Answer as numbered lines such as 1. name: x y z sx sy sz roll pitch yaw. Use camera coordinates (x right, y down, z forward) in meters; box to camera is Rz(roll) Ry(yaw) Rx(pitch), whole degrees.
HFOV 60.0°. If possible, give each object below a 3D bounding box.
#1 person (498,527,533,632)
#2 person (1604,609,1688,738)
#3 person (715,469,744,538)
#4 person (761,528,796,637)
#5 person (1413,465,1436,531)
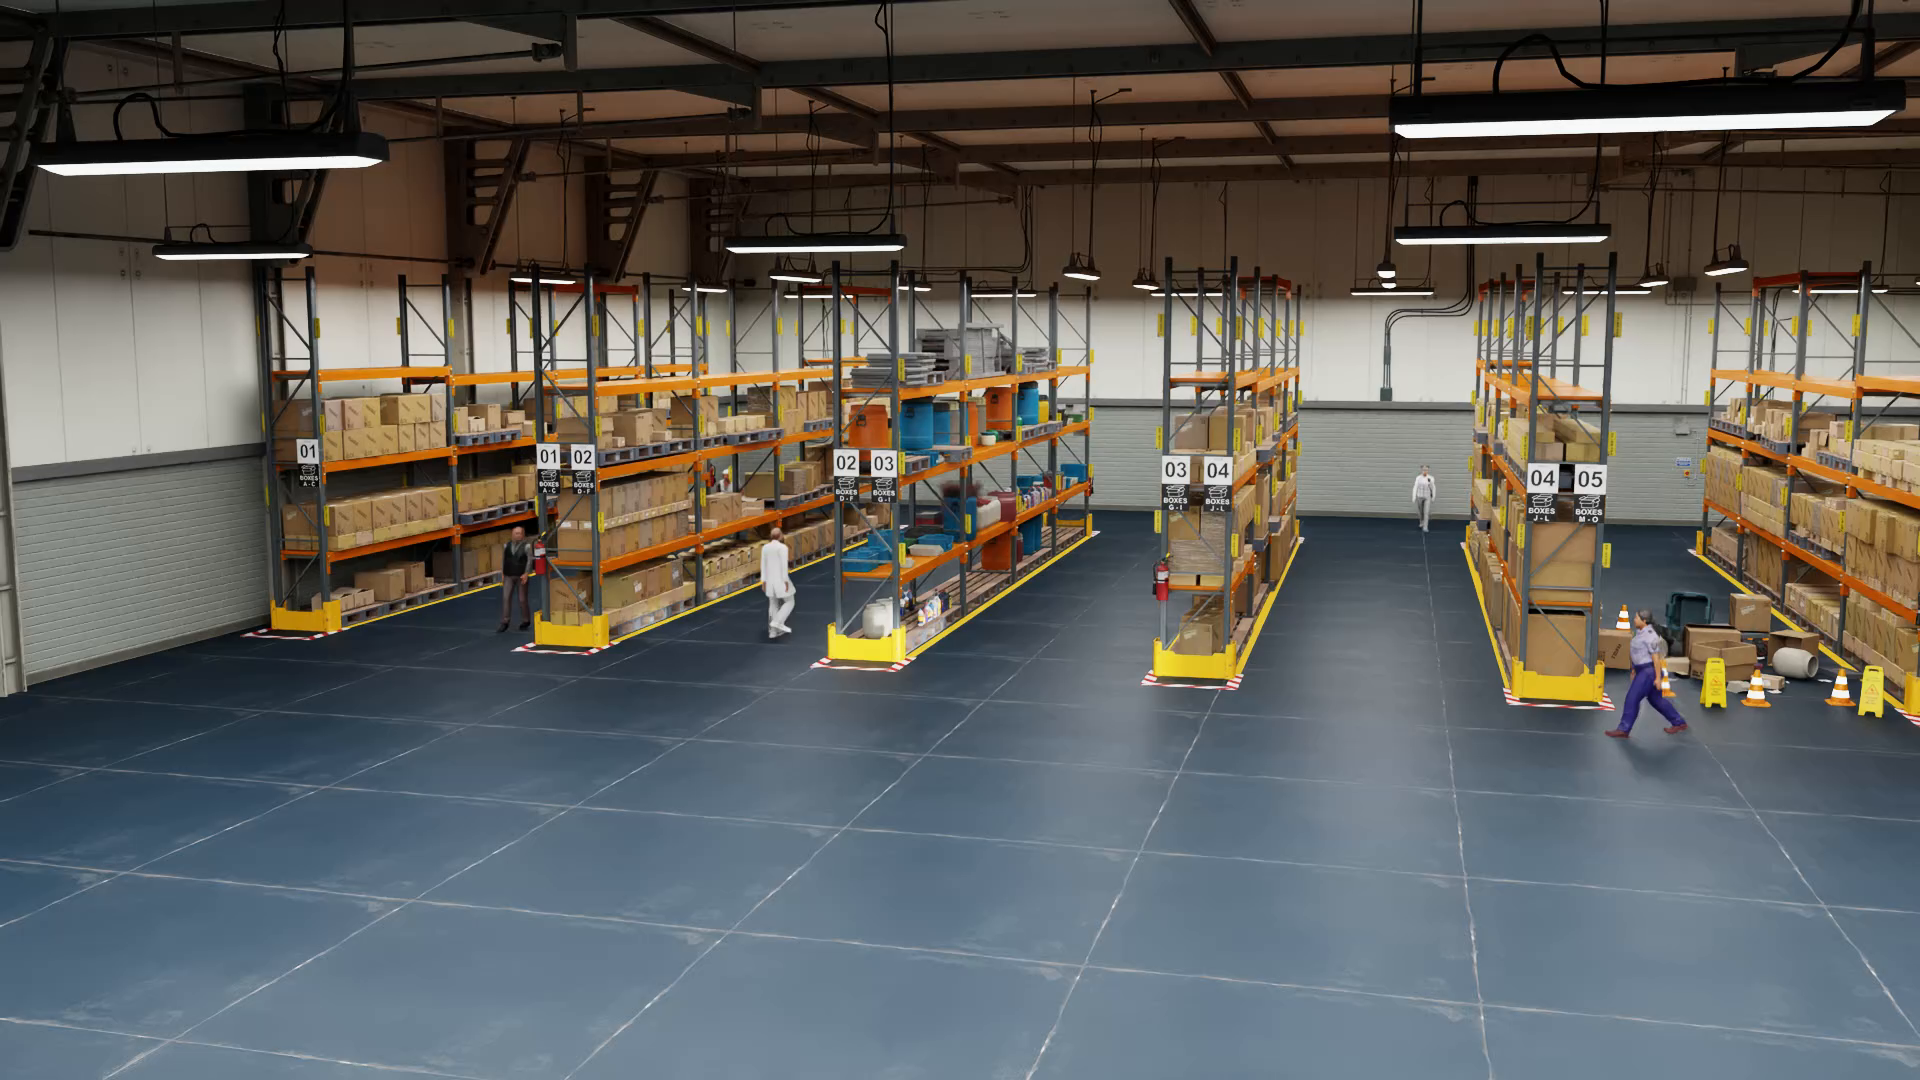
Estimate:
1. person: -7.444 0.661 27.754 0.572 1.723 0.791 0 7 2
2. person: 8.431 1.630 20.350 1.014 1.595 0.517 1 7 8
3. person: -5.520 -0.869 39.783 0.650 1.680 0.659 3 8 24
4. person: -3.003 0.692 27.067 0.627 1.769 0.572 3 8 25
5. person: 11.552 -1.073 41.382 0.543 1.613 1.028 2 8 18
